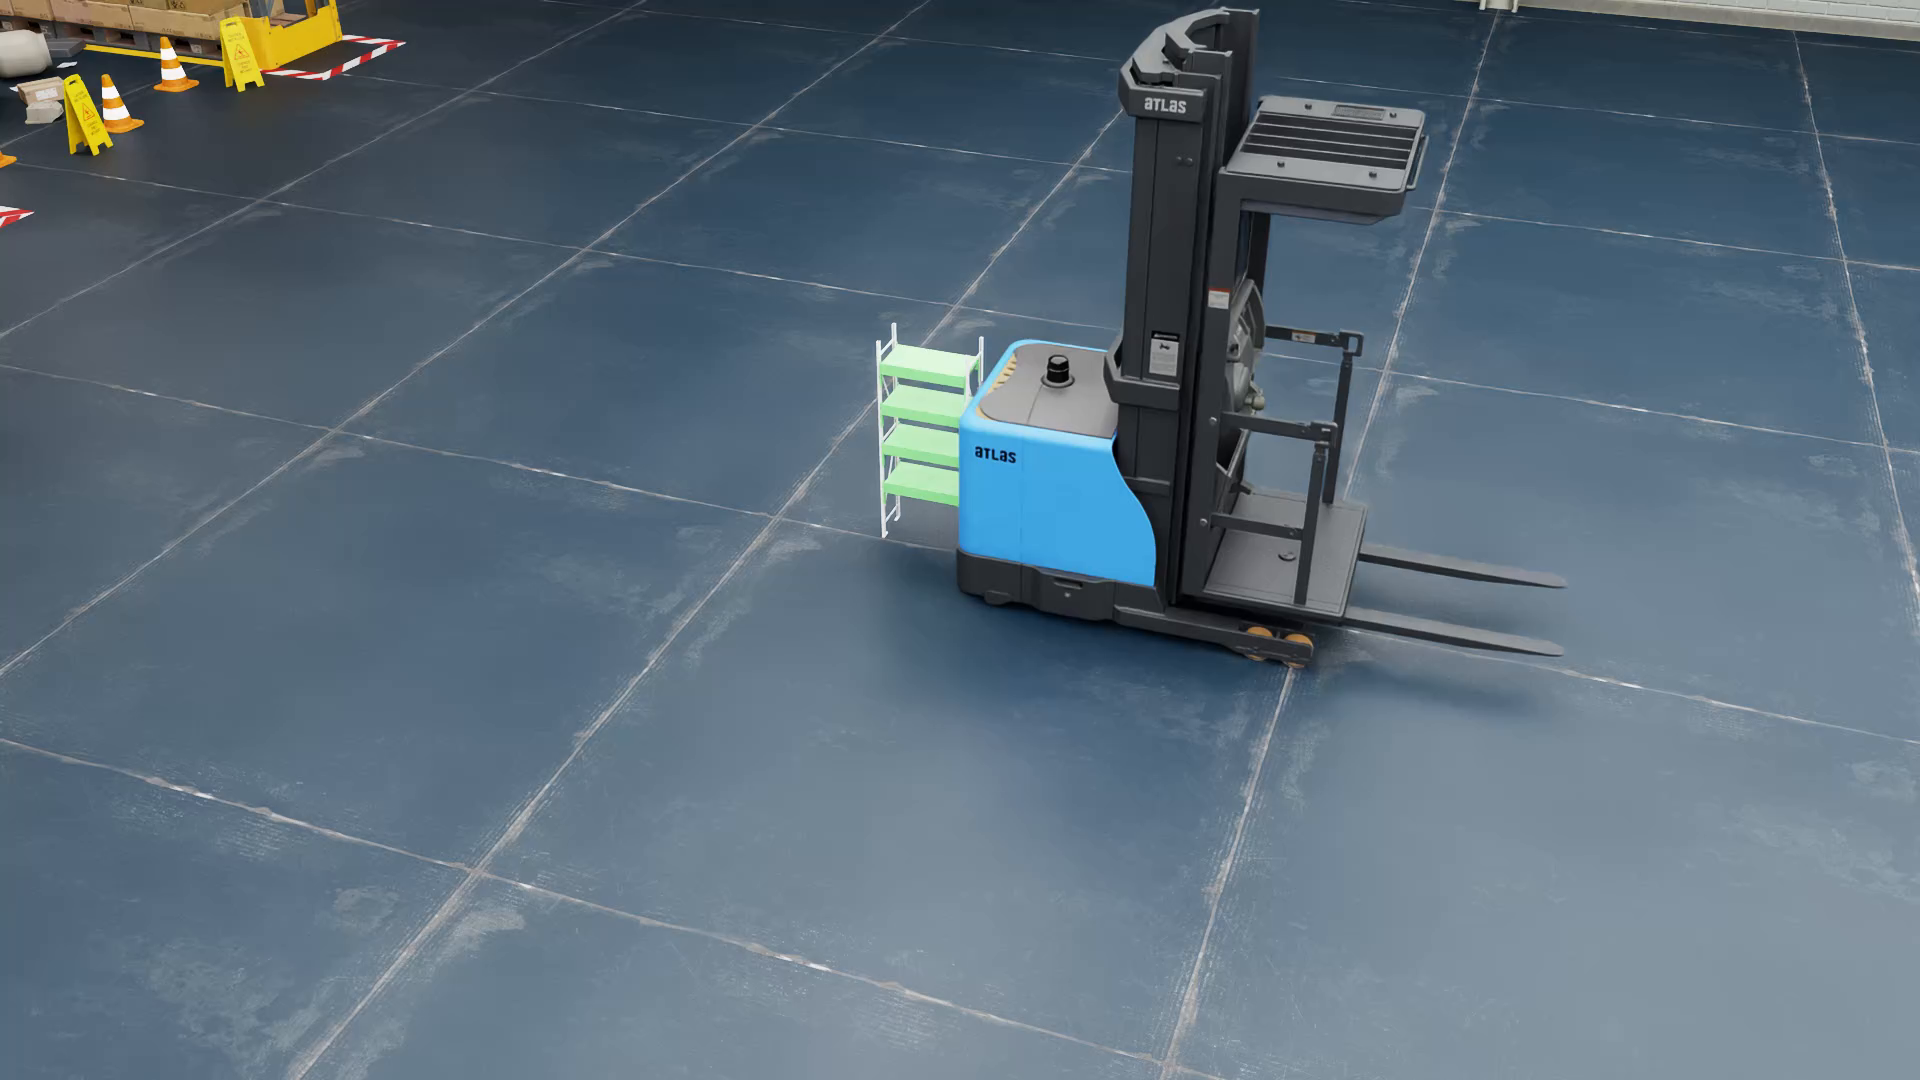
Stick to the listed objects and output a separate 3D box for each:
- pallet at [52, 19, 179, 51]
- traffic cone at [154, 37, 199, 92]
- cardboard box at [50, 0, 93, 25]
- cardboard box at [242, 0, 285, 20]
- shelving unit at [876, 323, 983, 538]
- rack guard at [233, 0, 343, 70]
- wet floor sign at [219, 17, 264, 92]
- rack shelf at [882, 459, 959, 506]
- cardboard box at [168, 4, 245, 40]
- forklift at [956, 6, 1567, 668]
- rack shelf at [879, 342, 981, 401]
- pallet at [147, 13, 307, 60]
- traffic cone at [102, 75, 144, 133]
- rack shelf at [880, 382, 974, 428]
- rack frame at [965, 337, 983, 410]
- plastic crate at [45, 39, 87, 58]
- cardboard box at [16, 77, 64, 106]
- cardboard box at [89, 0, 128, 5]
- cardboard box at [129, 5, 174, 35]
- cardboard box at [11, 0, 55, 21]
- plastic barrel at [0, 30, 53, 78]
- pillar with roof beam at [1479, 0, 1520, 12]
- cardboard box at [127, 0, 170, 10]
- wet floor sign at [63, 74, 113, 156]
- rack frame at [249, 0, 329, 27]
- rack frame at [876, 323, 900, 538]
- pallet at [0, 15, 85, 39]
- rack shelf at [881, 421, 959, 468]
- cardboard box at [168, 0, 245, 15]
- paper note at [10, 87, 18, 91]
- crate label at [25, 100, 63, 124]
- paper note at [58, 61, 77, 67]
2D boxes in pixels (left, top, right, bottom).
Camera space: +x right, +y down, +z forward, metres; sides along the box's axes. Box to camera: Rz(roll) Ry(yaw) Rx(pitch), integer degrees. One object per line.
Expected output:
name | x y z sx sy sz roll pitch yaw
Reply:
pallet | -8.651 -5.433 17.439 1.213 0.211 1.003 11 34 16
traffic cone | -7.522 -4.554 15.845 0.334 0.463 0.336 11 34 16
cardboard box | -8.976 -5.520 17.150 0.500 0.250 0.500 11 34 16
cardboard box | -7.348 -5.510 17.135 0.500 0.250 0.500 11 34 16
shelving unit | -0.156 -0.534 8.940 0.503 1.200 0.258 11 34 16
rack guard | -6.754 -5.164 16.755 0.348 0.500 1.175 11 34 16
wet floor sign | -6.864 -4.630 15.794 0.232 0.644 0.267 24 40 32
rack shelf | -0.156 -0.279 9.104 0.480 0.148 0.258 11 34 16
cardboard box | -7.556 -5.236 16.710 0.500 0.250 0.500 11 34 16
forklift | 1.555 -0.923 7.946 3.031 2.935 1.130 10 34 15
rack shelf | -0.156 -0.884 8.714 0.480 0.148 0.258 11 34 16
pallet | -7.506 -5.209 17.092 1.213 0.211 1.003 11 34 16
traffic cone | -7.576 -3.925 14.871 0.334 0.463 0.336 11 34 16
rack shelf | -0.156 -0.682 8.844 0.480 0.148 0.258 11 34 16
rack frame | 0.074 -0.490 8.870 0.015 1.200 0.240 11 34 16
plastic crate | -9.246 -4.999 16.888 0.583 0.080 0.402 0 33 0
cardboard box | -8.597 -4.211 15.602 0.380 0.149 0.250 -25 40 -33
cardboard box | -8.489 -5.739 16.799 0.500 0.500 0.500 10 34 15
cardboard box | -8.019 -5.331 16.857 0.500 0.250 0.500 11 34 17
cardboard box | -9.477 -5.616 17.298 0.500 0.250 0.500 13 35 19
plastic barrel | -9.137 -4.723 16.142 0.512 0.421 0.421 -18 37 -25
pillar with roof beam | 4.482 -7.449 12.459 0.400 9.000 9.100 11 34 16
cardboard box | -8.017 -5.644 16.650 0.500 0.500 0.500 12 35 18
wet floor sign | -7.562 -3.671 14.308 0.232 0.644 0.267 5 33 8
rack frame | -6.682 -6.200 16.055 0.127 3.000 1.000 11 34 16
rack frame | -0.386 -0.579 9.009 0.015 1.200 0.240 11 34 16
pallet | -9.803 -5.656 17.783 1.213 0.211 1.003 11 34 16
rack shelf | -0.156 -0.481 8.974 0.480 0.148 0.258 11 34 16
cardboard box | -7.524 -5.550 16.505 0.500 0.500 0.500 11 35 17
paper note | -8.992 -4.336 15.917 0.142 0.019 0.148 24 40 32
crate label | -8.337 -3.901 15.133 0.298 0.136 0.250 -6 33 -9
paper note | -8.863 -4.723 16.505 0.148 0.019 0.142 0 33 0
